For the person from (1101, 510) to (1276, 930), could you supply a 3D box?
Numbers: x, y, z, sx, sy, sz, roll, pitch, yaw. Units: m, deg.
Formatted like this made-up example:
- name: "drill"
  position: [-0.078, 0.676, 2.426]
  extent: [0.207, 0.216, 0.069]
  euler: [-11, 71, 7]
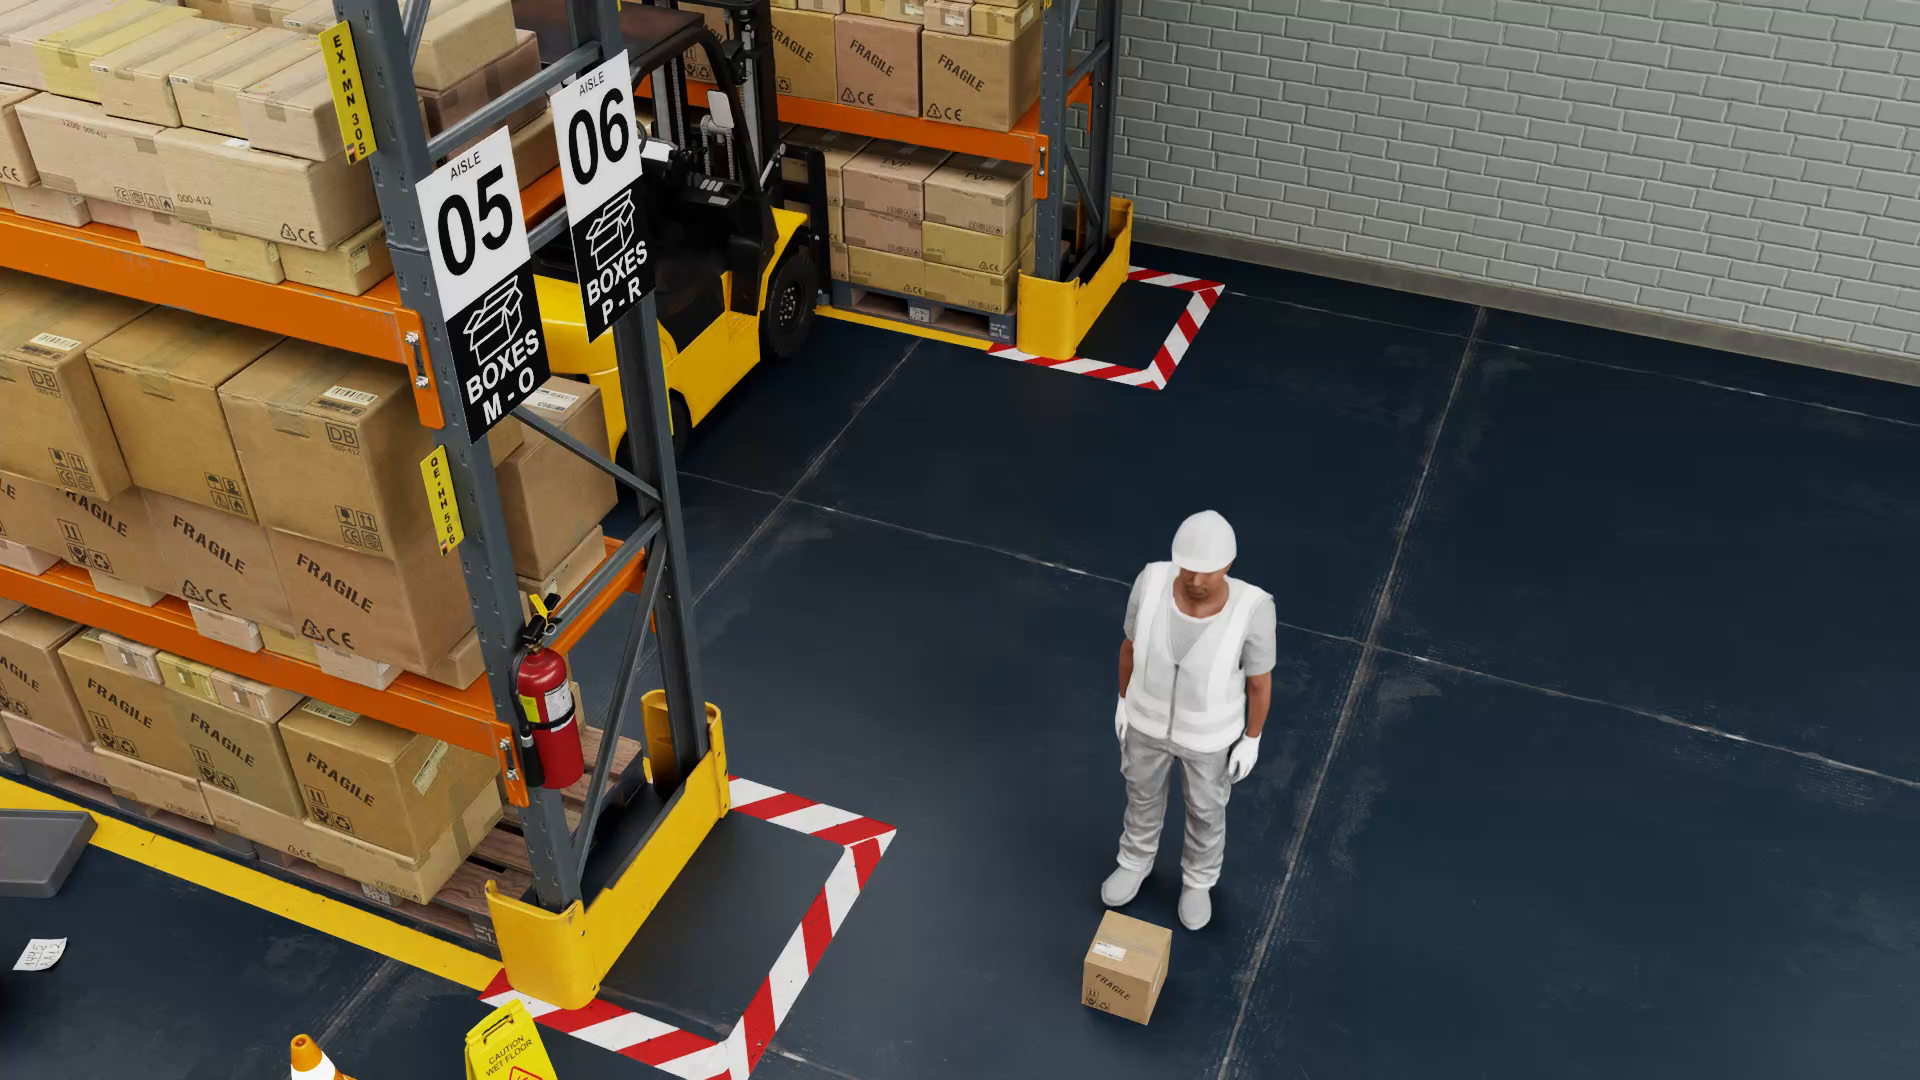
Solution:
- name: "person"
  position: [0.804, 0.655, 5.914]
  extent: [0.550, 1.785, 0.362]
  euler: [16, 40, 20]
